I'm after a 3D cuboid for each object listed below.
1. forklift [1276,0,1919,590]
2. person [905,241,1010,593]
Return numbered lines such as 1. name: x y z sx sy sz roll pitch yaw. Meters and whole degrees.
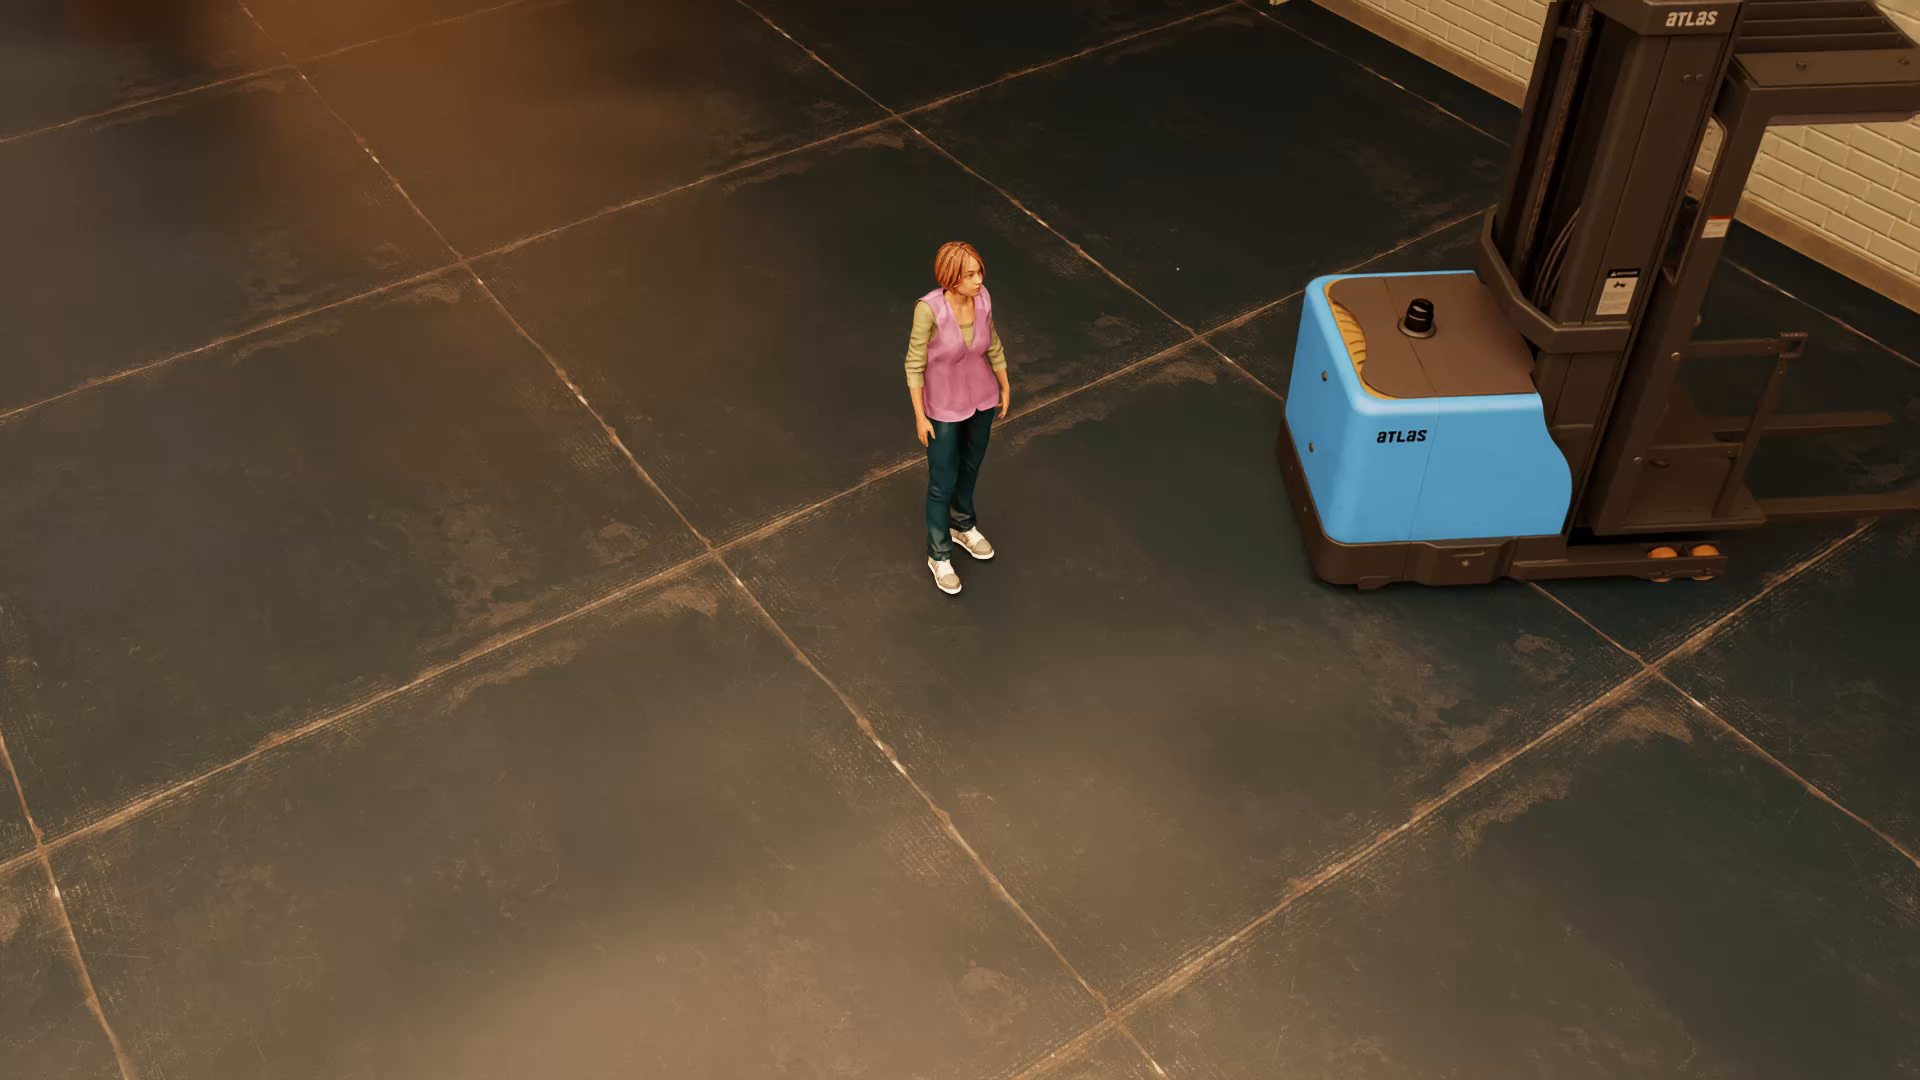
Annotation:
1. forklift: 3.107 -1.241 7.063 3.031 2.935 1.130 -3 43 -3
2. person: 0.030 -0.546 7.282 0.520 1.596 0.476 -25 48 -25
